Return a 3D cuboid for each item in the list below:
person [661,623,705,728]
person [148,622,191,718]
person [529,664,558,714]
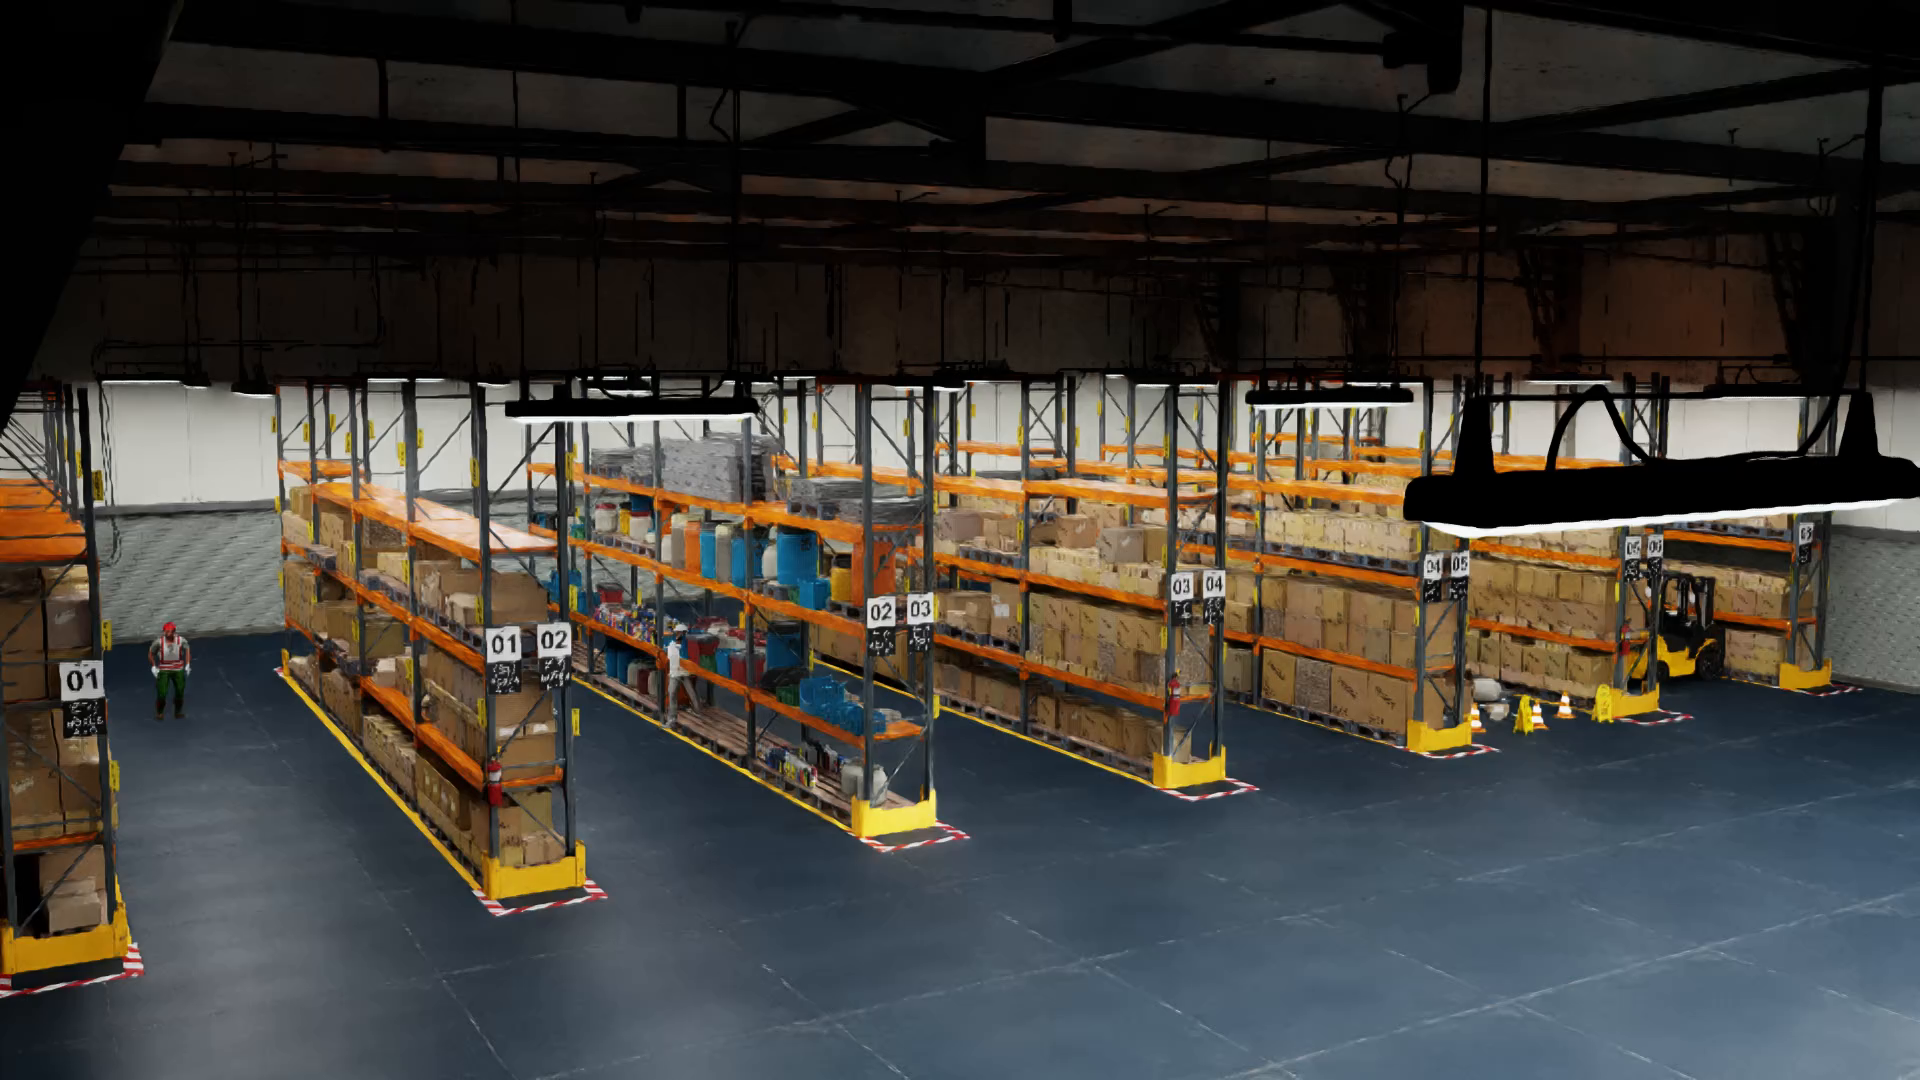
[{"bbox_3d":[-4.670,2.296,28.174,0.701,1.766,0.566,1,6,13],"label":"person"},{"bbox_3d":[-13.872,2.280,29.218,0.677,1.742,0.552,-4,7,-32],"label":"person"},{"bbox_3d":[-7.493,2.324,29.681,0.417,1.507,1.037,-3,7,-28],"label":"person"}]
